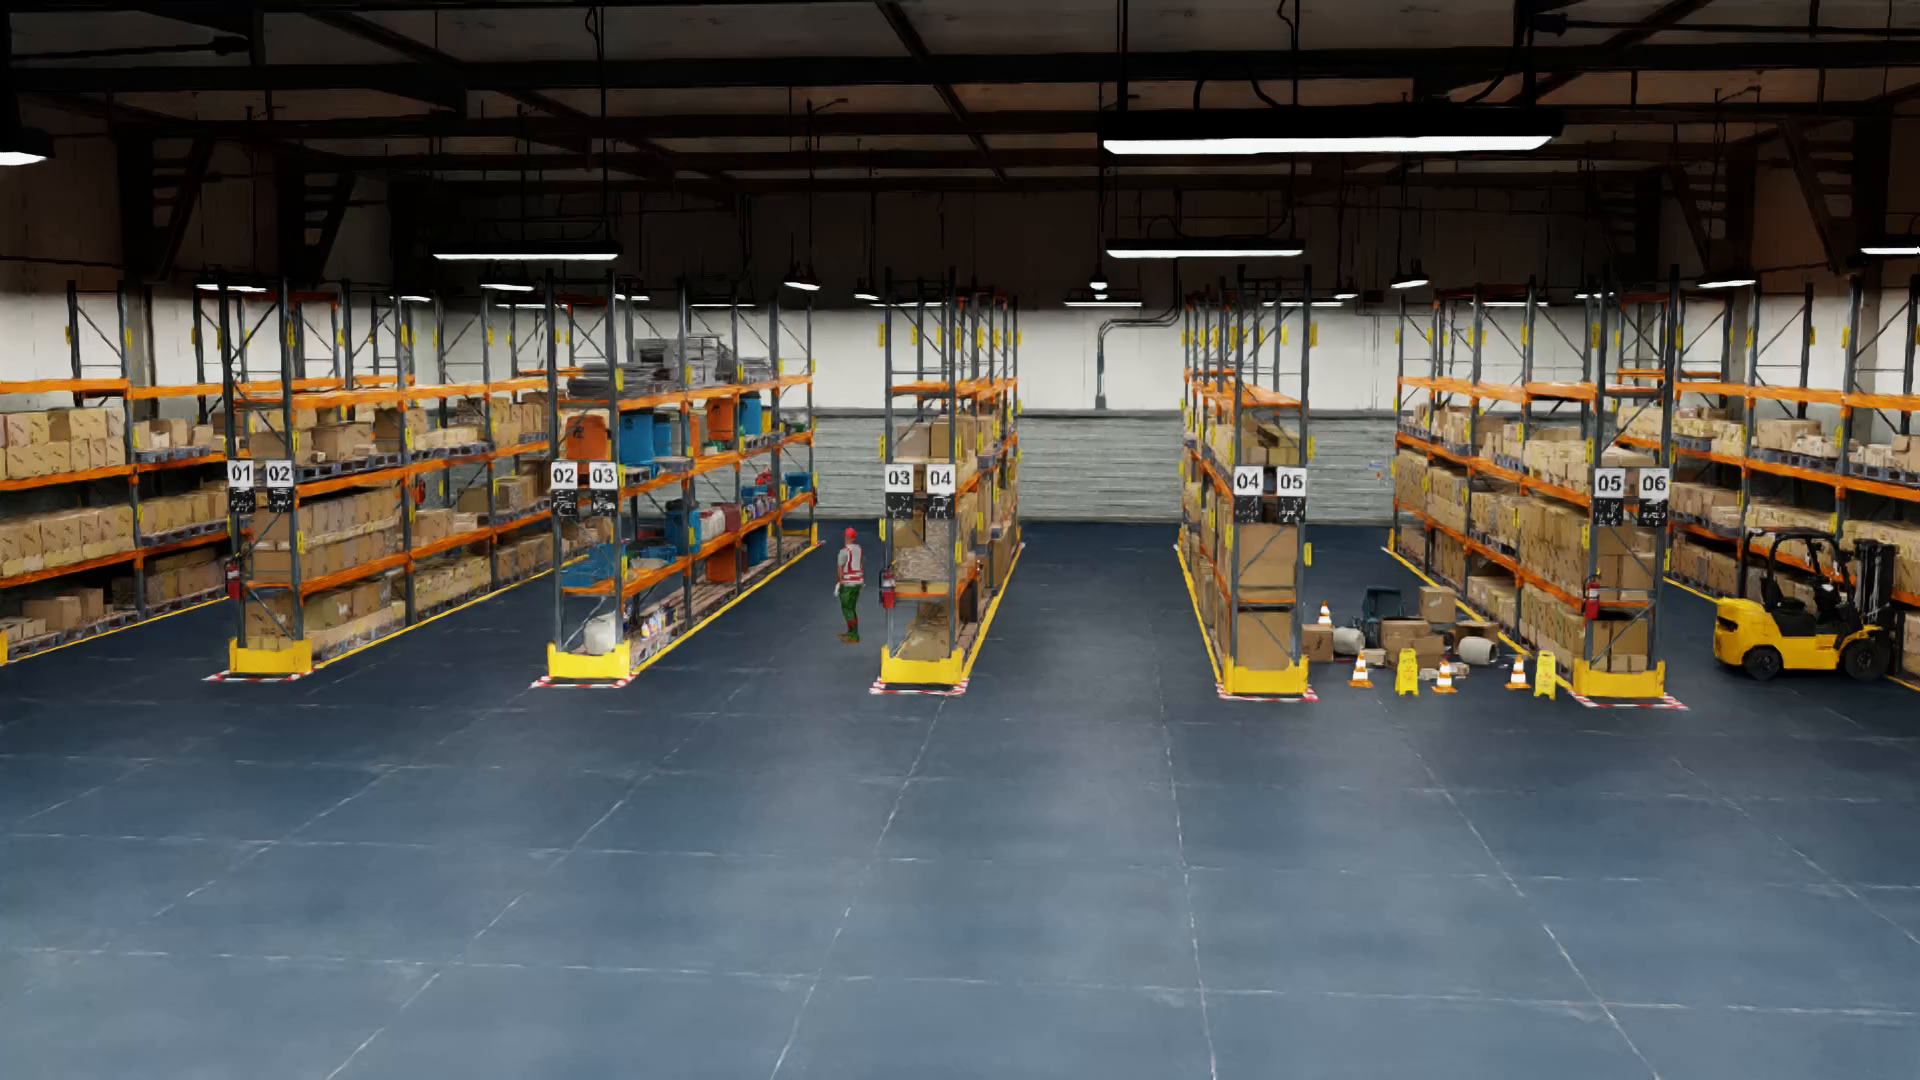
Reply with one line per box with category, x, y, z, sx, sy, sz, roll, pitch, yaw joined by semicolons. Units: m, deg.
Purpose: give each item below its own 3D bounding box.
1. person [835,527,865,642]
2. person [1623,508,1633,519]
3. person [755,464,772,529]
person;-1.732;0.681;26.015;0.552;1.773;0.646;4;8;33
person;15.840;-0.719;39.789;0.455;1.773;0.687;-4;8;-28
person;-5.160;-1.147;43.652;0.598;1.719;0.550;-4;8;-32
